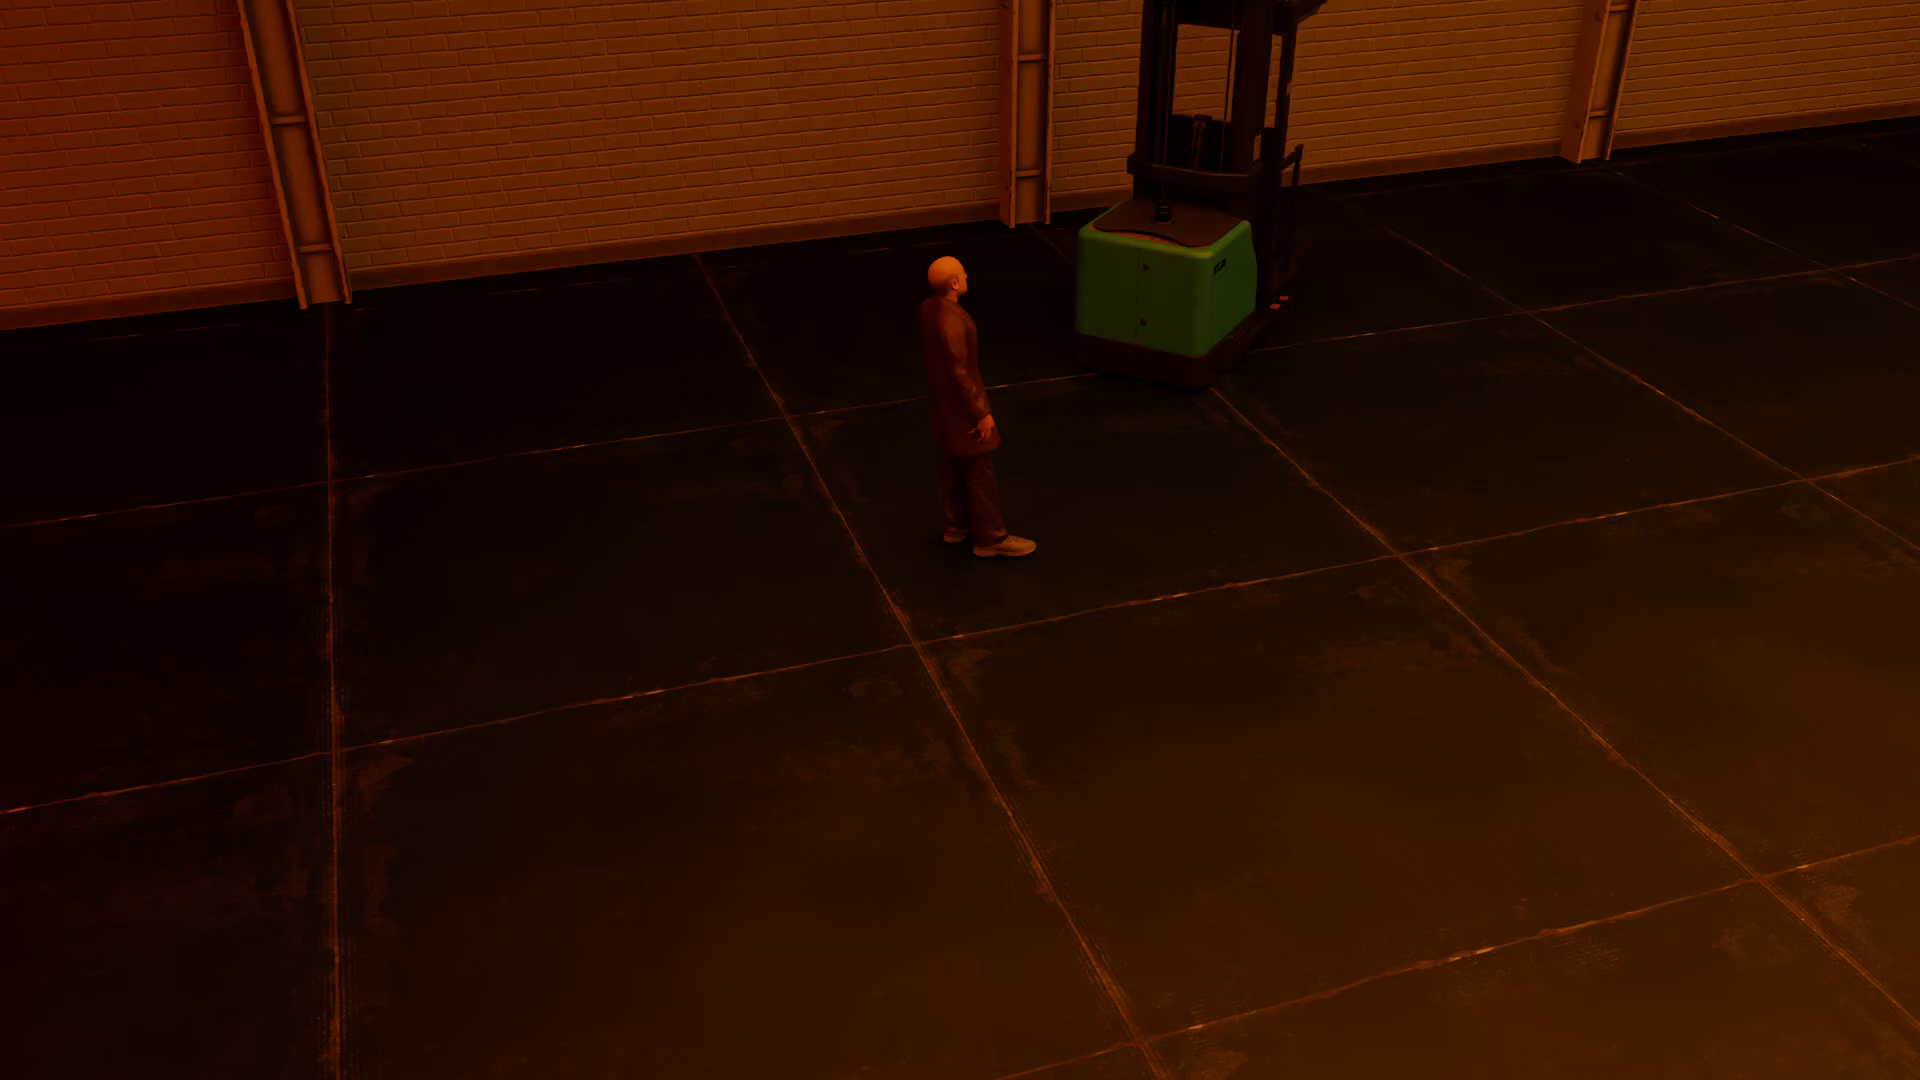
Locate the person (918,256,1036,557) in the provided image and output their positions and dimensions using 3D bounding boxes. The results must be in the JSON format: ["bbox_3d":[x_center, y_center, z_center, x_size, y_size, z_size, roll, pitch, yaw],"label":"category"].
[{"bbox_3d":[0.088,-0.789,9.602,0.579,1.777,0.696,-10,31,-16],"label":"person"}]

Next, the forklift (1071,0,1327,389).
[{"bbox_3d":[1.973,-3.043,12.376,1.130,2.935,3.031,16,33,25],"label":"forklift"}]
